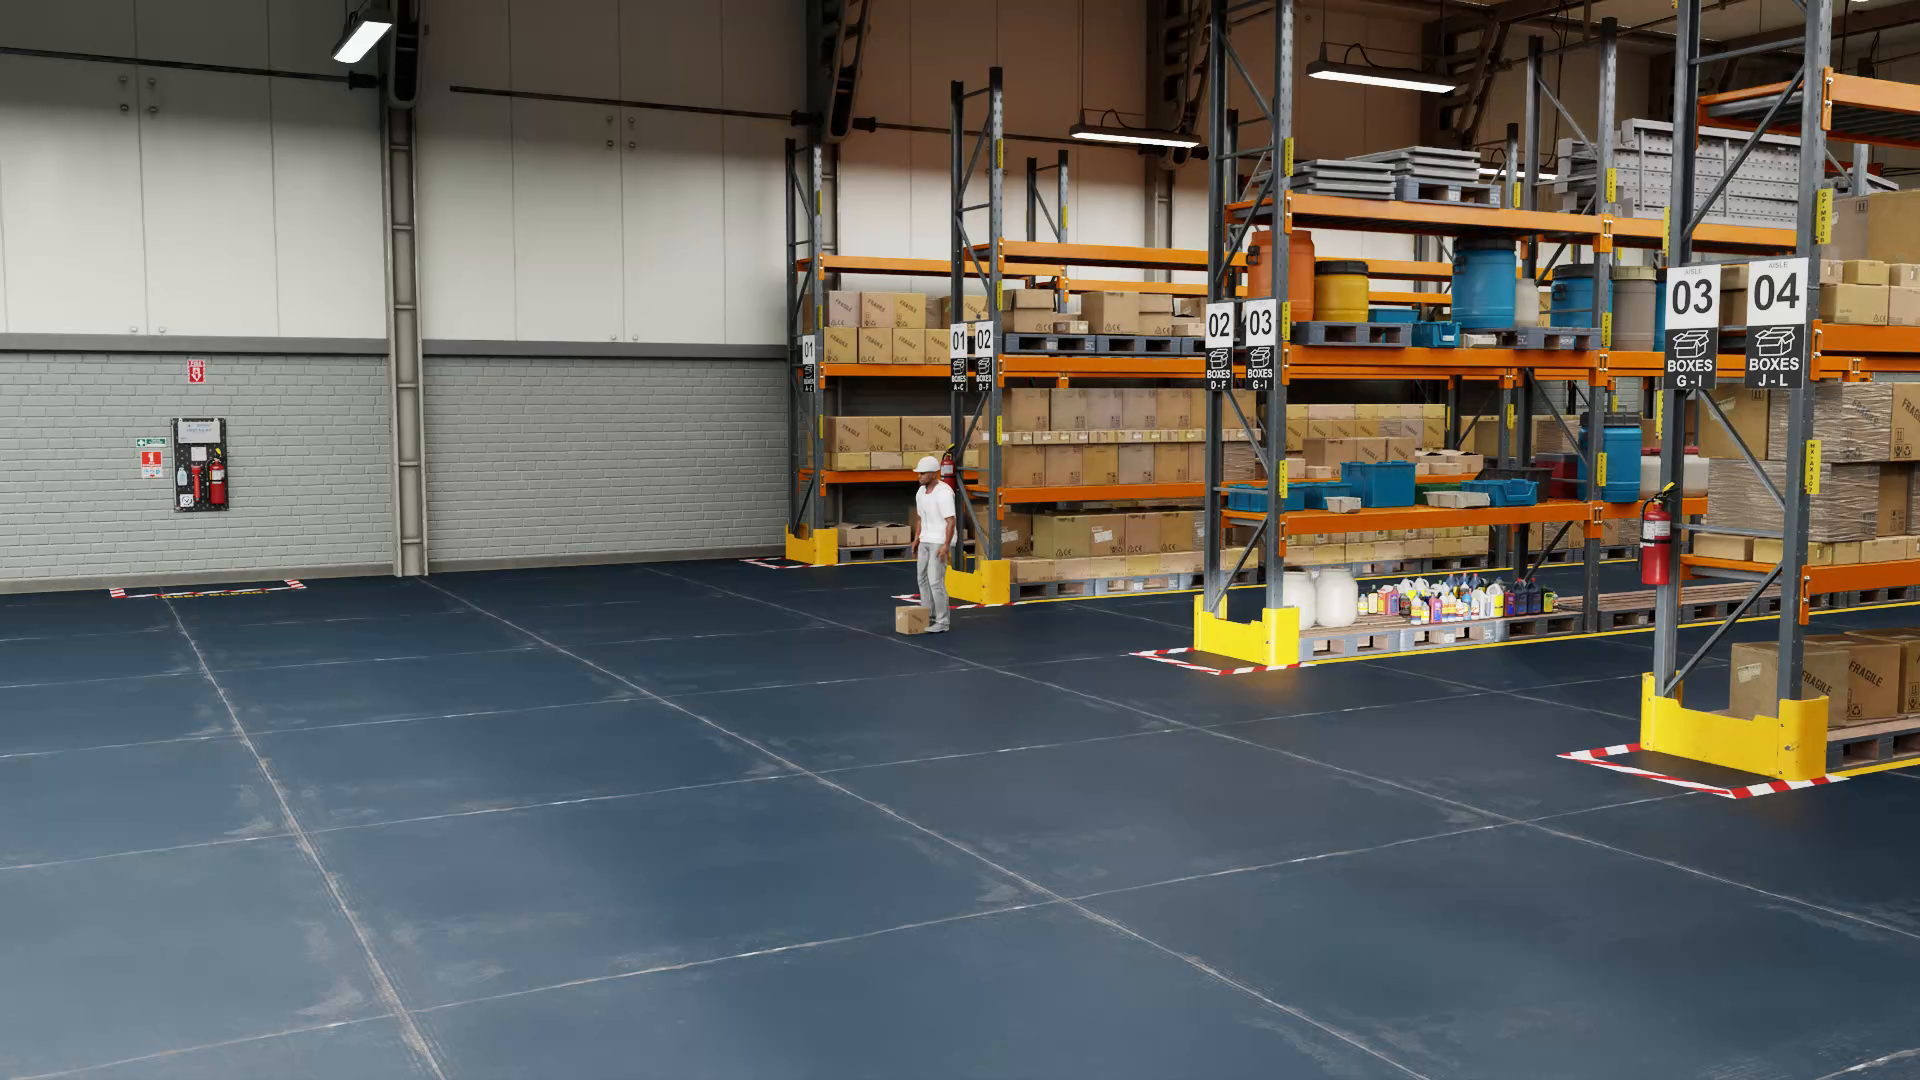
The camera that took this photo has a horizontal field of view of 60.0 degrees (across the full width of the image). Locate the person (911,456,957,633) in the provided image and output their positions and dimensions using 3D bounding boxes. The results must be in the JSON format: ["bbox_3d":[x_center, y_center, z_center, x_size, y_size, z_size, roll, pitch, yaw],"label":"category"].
[{"bbox_3d":[-0.277,0.039,16.699,0.454,1.761,0.636,-3,6,-31],"label":"person"}]
